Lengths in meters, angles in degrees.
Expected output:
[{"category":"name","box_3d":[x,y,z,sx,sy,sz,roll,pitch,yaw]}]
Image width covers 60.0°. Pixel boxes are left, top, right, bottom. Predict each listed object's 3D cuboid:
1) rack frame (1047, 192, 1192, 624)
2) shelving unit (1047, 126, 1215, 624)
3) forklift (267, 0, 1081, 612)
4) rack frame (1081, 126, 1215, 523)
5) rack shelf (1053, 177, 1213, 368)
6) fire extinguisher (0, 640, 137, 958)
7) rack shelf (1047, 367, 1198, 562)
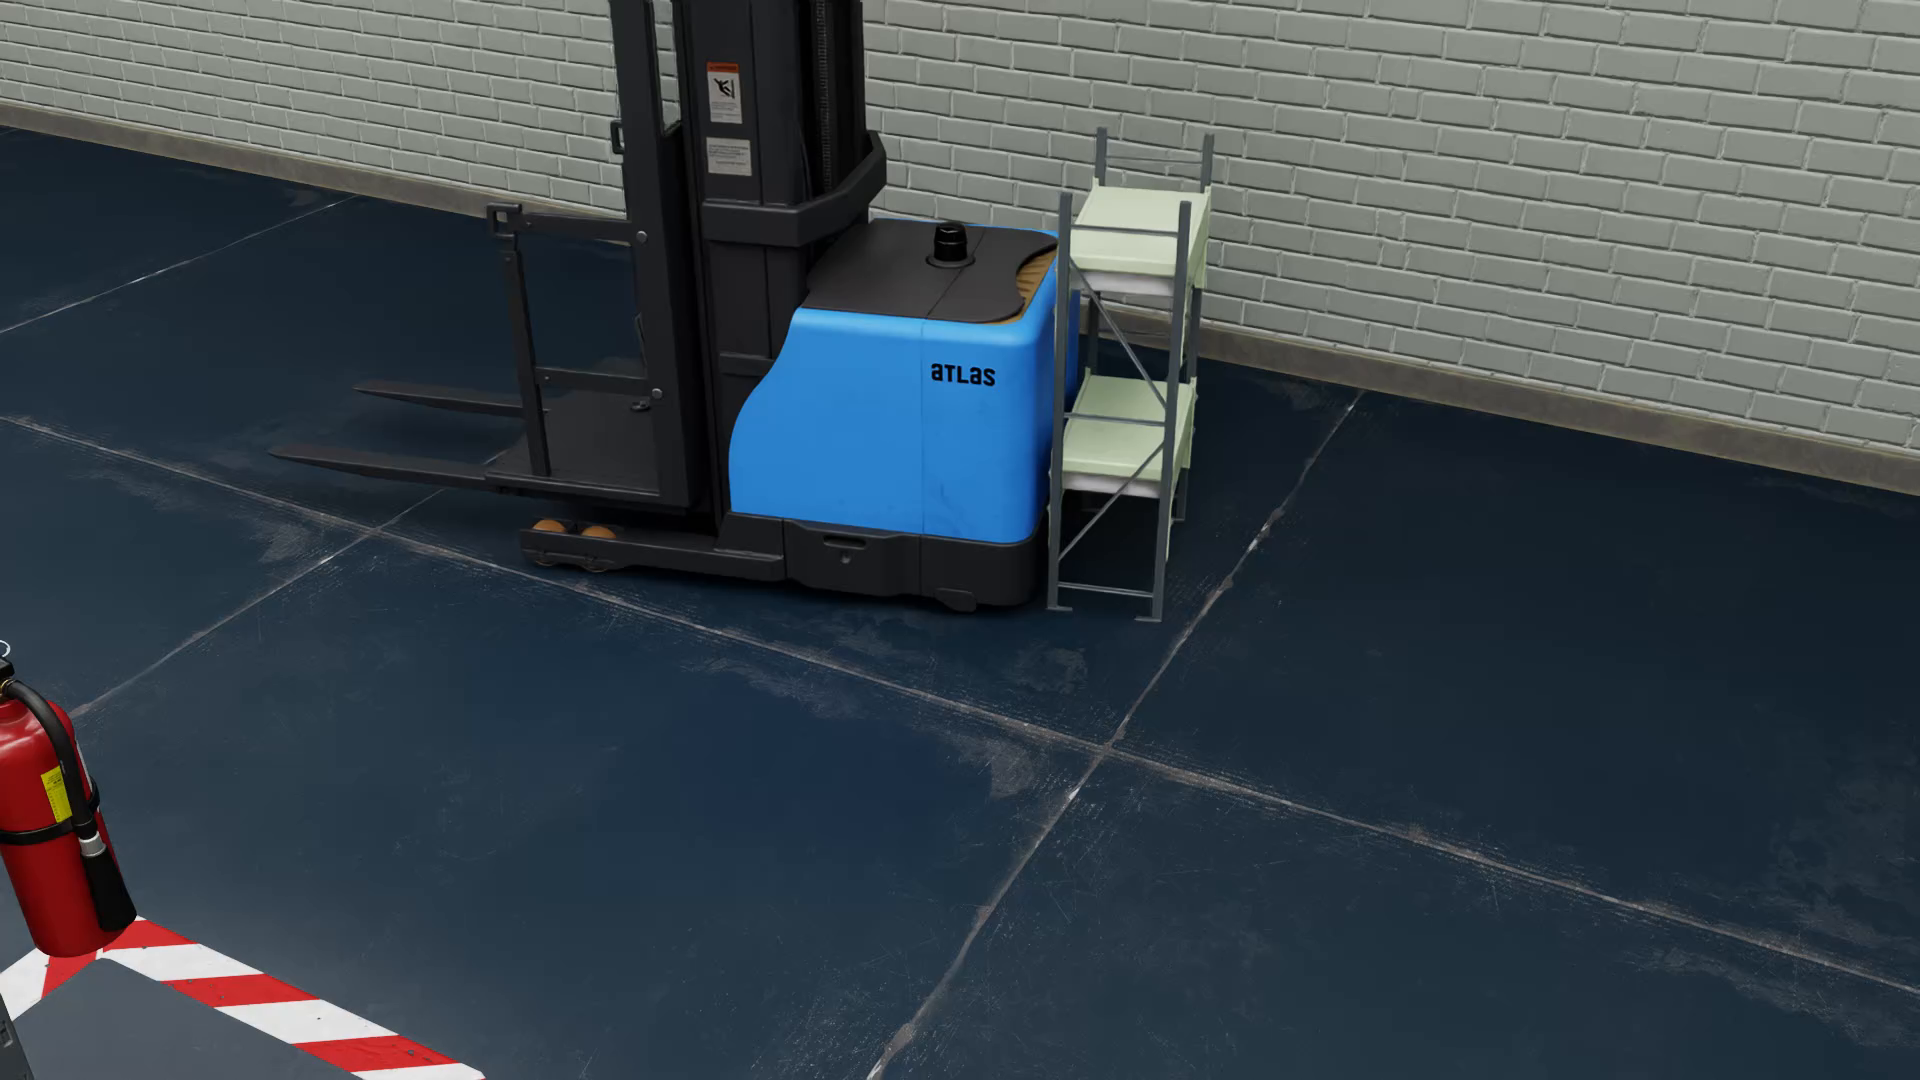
[{"category":"rack frame","box_3d":[0.502,-0.389,5.421,0.400,1.500,0.023,7,31,11]},{"category":"shelving unit","box_3d":[0.584,-0.566,5.730,0.431,1.500,0.755,7,31,11]},{"category":"forklift","box_3d":[-1.118,-1.400,5.745,3.031,2.935,1.130,7,31,12]},{"category":"rack frame","box_3d":[0.666,-0.744,6.040,0.400,1.500,0.023,7,31,11]},{"category":"rack shelf","box_3d":[0.584,-0.905,5.536,0.431,0.370,0.720,7,31,11]},{"category":"fire extinguisher","box_3d":[-1.635,0.432,2.938,0.296,0.674,0.183,14,33,23]},{"category":"rack shelf","box_3d":[0.584,-0.284,5.893,0.431,0.370,0.720,7,31,11]}]
